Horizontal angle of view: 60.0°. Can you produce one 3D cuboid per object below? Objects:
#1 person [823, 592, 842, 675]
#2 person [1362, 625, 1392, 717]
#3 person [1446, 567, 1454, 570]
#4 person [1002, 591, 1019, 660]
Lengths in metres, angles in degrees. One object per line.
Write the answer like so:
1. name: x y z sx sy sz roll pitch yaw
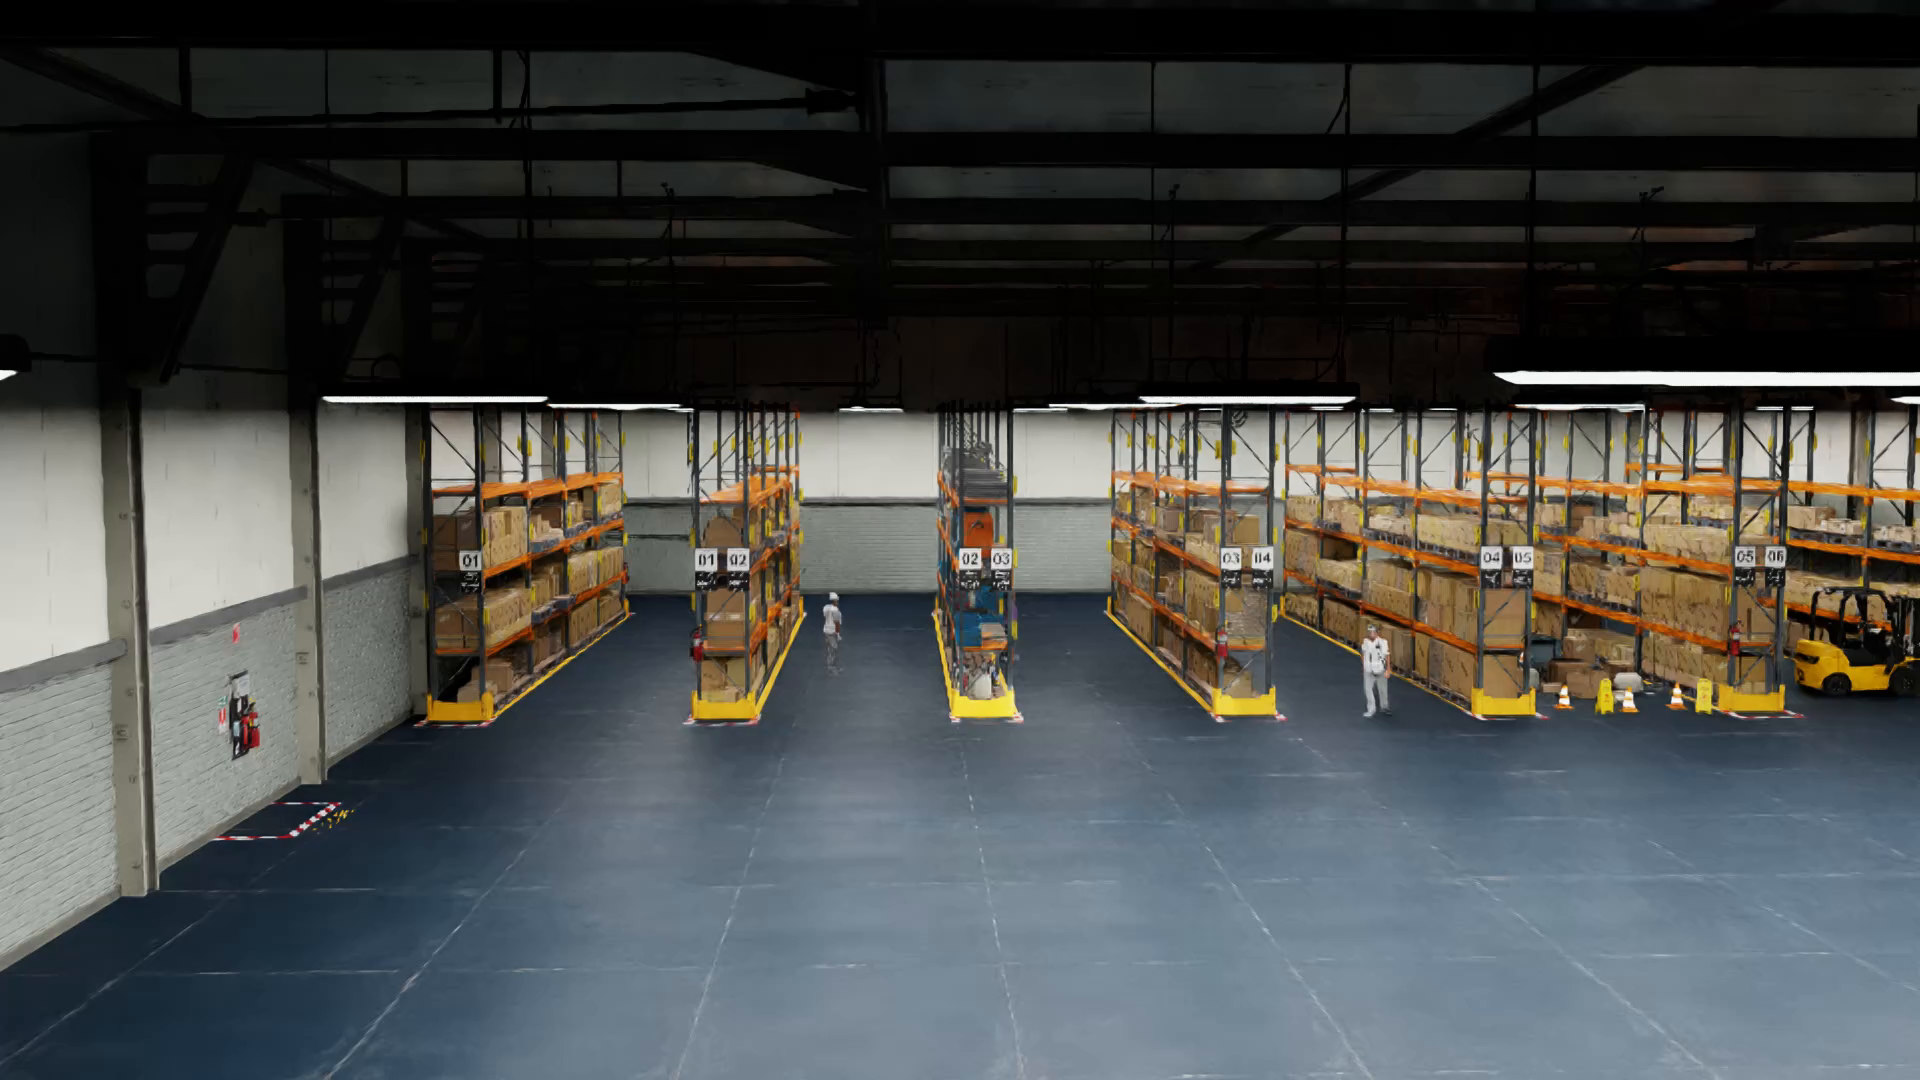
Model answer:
1. person: -2.754 2.041 36.495 0.477 1.789 0.634 -2 5 -28
2. person: 7.909 2.460 31.566 0.579 1.742 0.588 3 5 34
3. person: 12.865 1.501 43.603 0.519 1.784 0.654 -2 5 -30
4. person: 1.162 1.984 38.630 0.352 1.585 0.569 1 4 13
